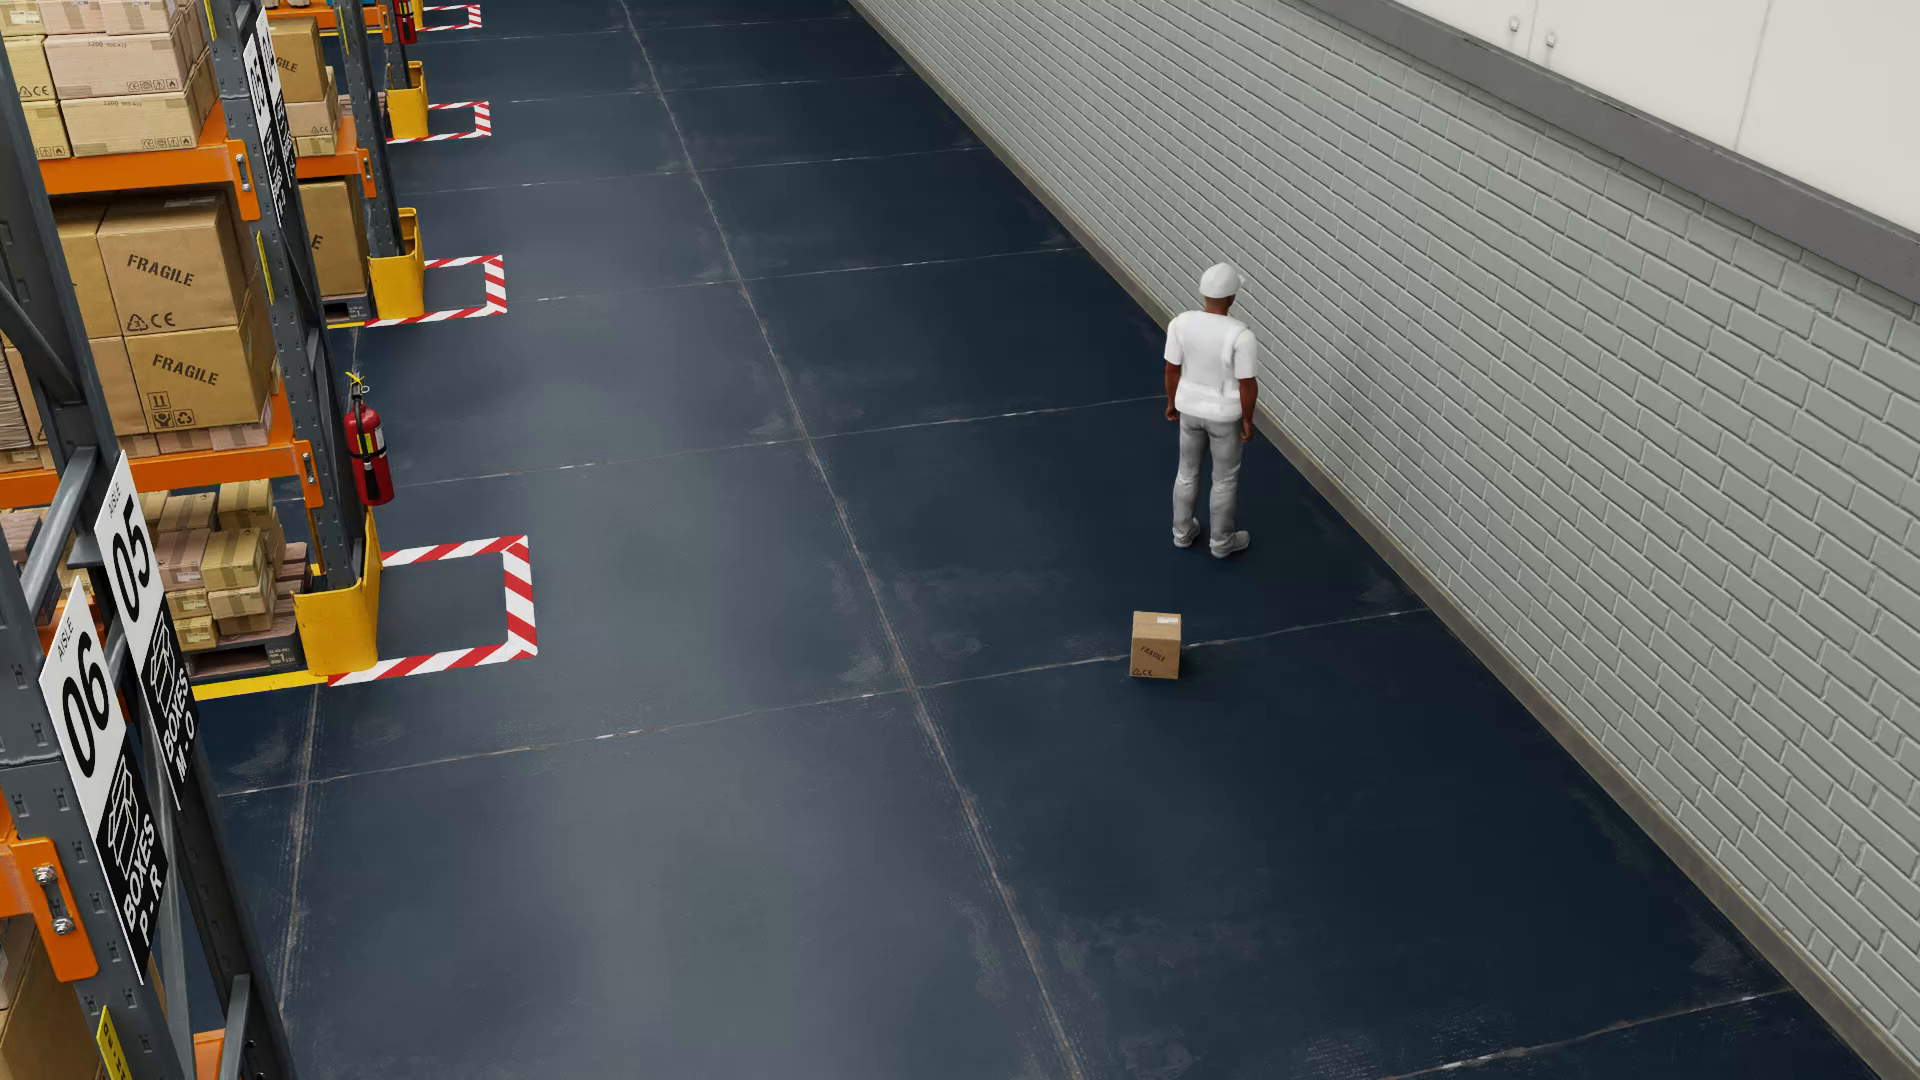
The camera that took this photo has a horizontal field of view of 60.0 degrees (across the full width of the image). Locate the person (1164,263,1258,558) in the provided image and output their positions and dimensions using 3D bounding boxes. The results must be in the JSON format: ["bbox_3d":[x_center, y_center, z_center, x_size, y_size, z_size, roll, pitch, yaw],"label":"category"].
[{"bbox_3d":[1.440,-0.744,9.496,0.552,1.770,0.379,17,34,27],"label":"person"}]
